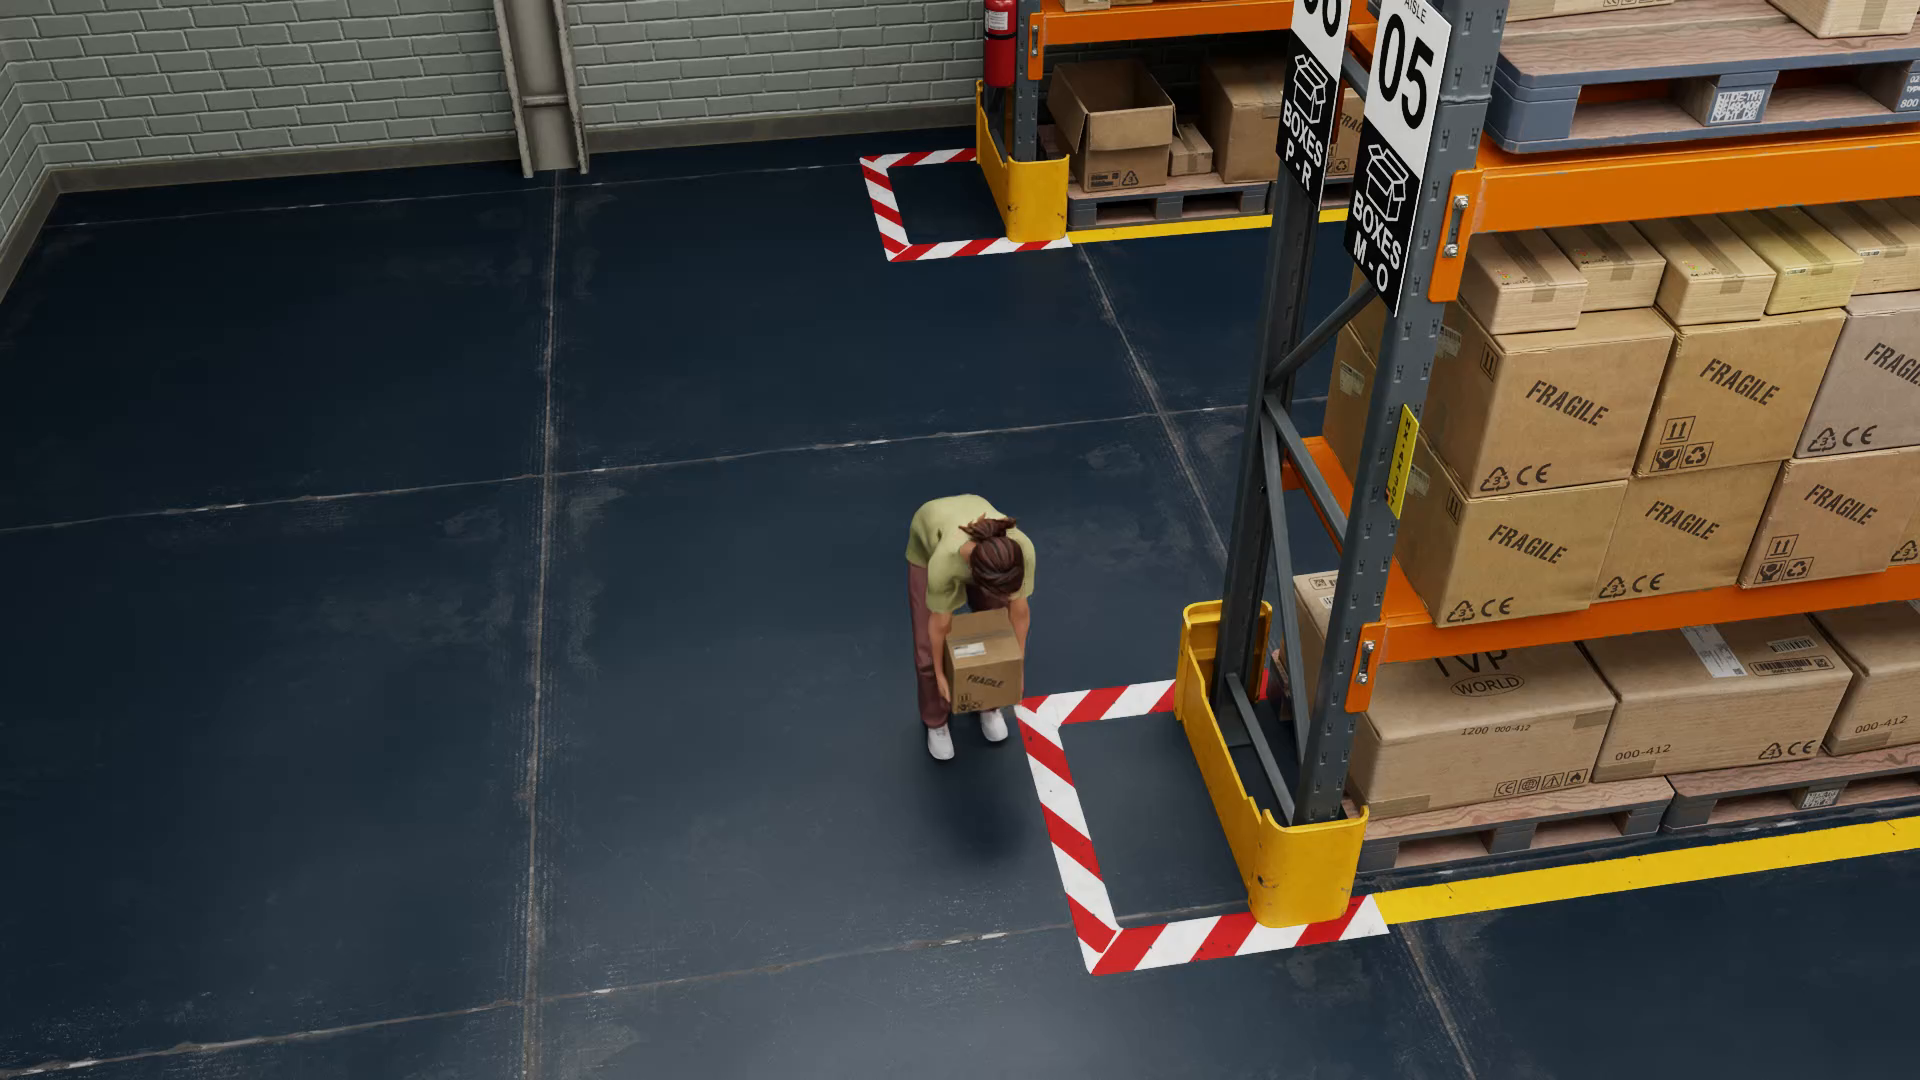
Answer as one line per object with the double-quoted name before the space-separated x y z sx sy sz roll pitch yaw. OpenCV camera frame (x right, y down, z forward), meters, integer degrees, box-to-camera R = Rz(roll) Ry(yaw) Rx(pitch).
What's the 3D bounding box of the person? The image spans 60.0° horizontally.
"person" 0.052 0.337 6.031 0.402 1.310 0.813 -9 40 -11
